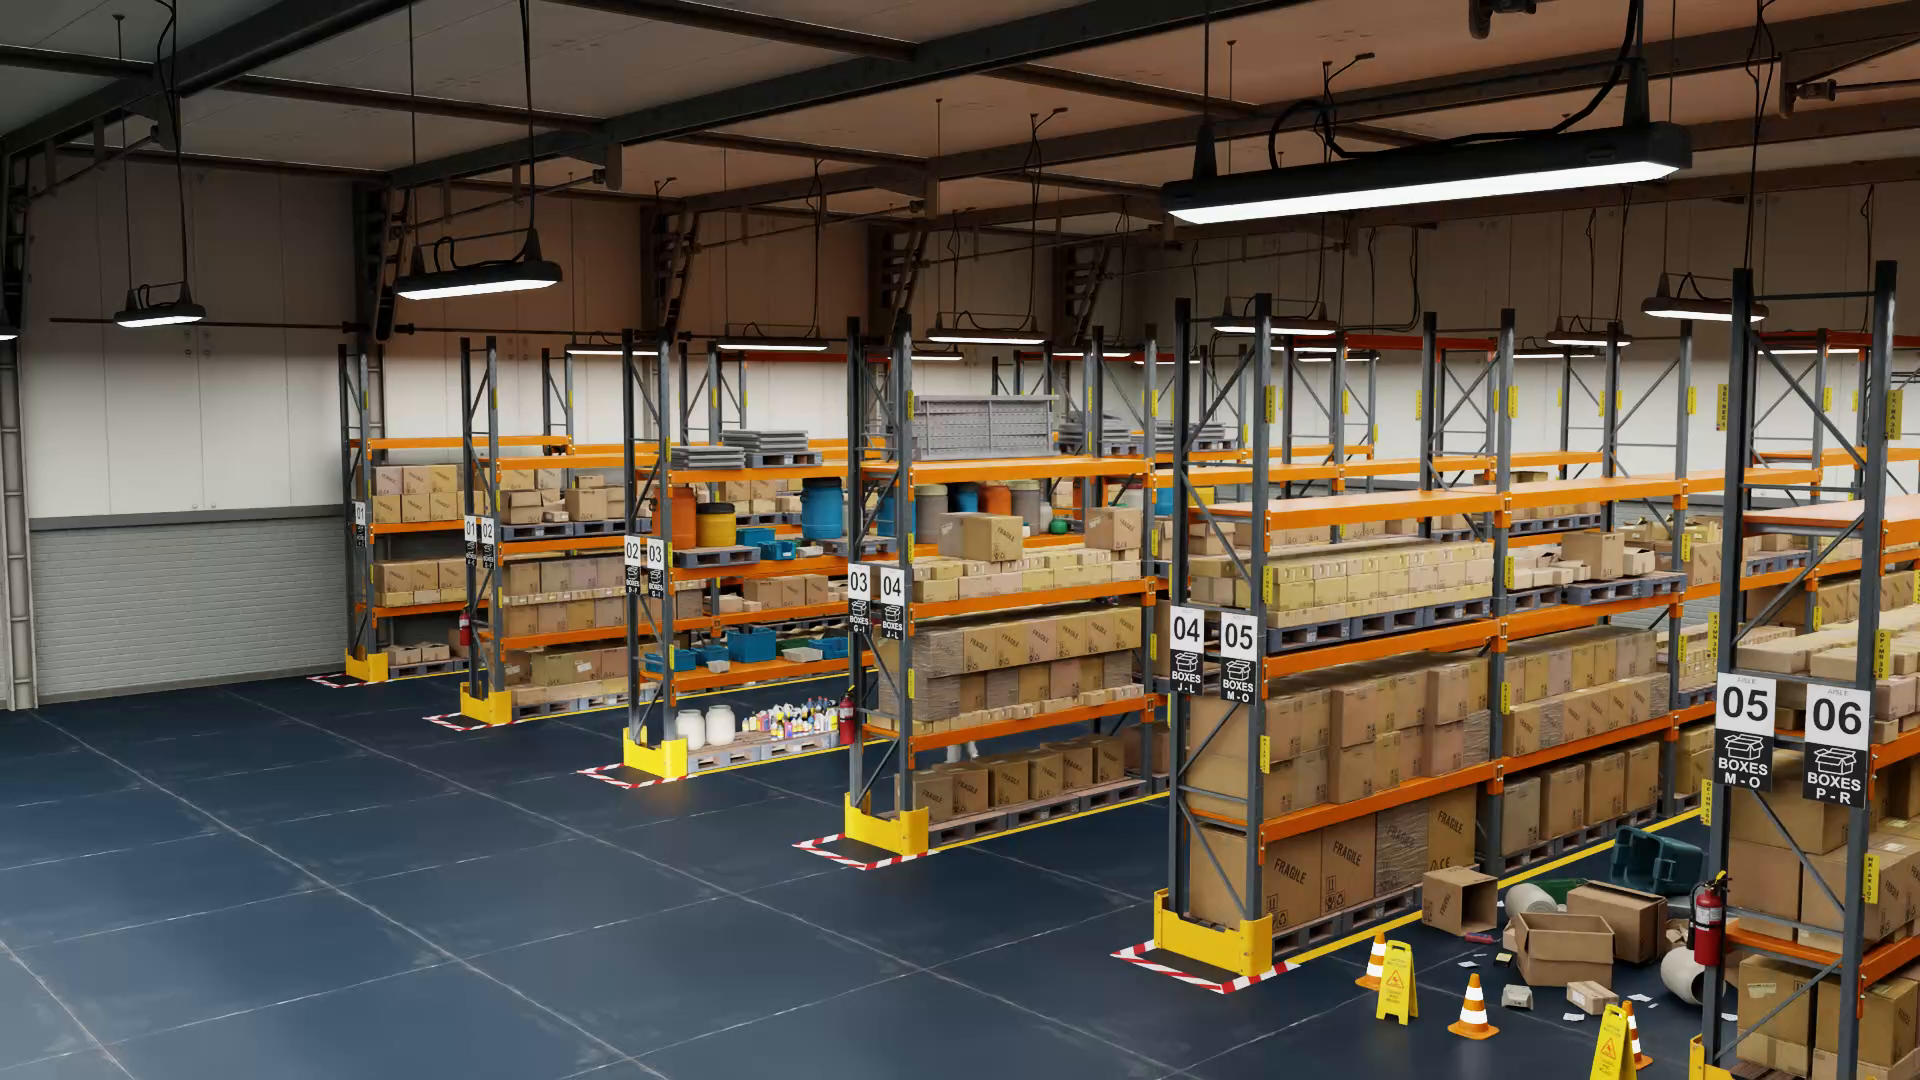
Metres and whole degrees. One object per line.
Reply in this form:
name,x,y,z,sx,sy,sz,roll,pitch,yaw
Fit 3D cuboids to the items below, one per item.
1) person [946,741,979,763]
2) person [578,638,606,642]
person,0.001,2.299,22.679,0.459,1.667,0.543,3,6,30
person,-6.543,1.721,29.248,0.614,1.859,0.441,-2,5,-18
